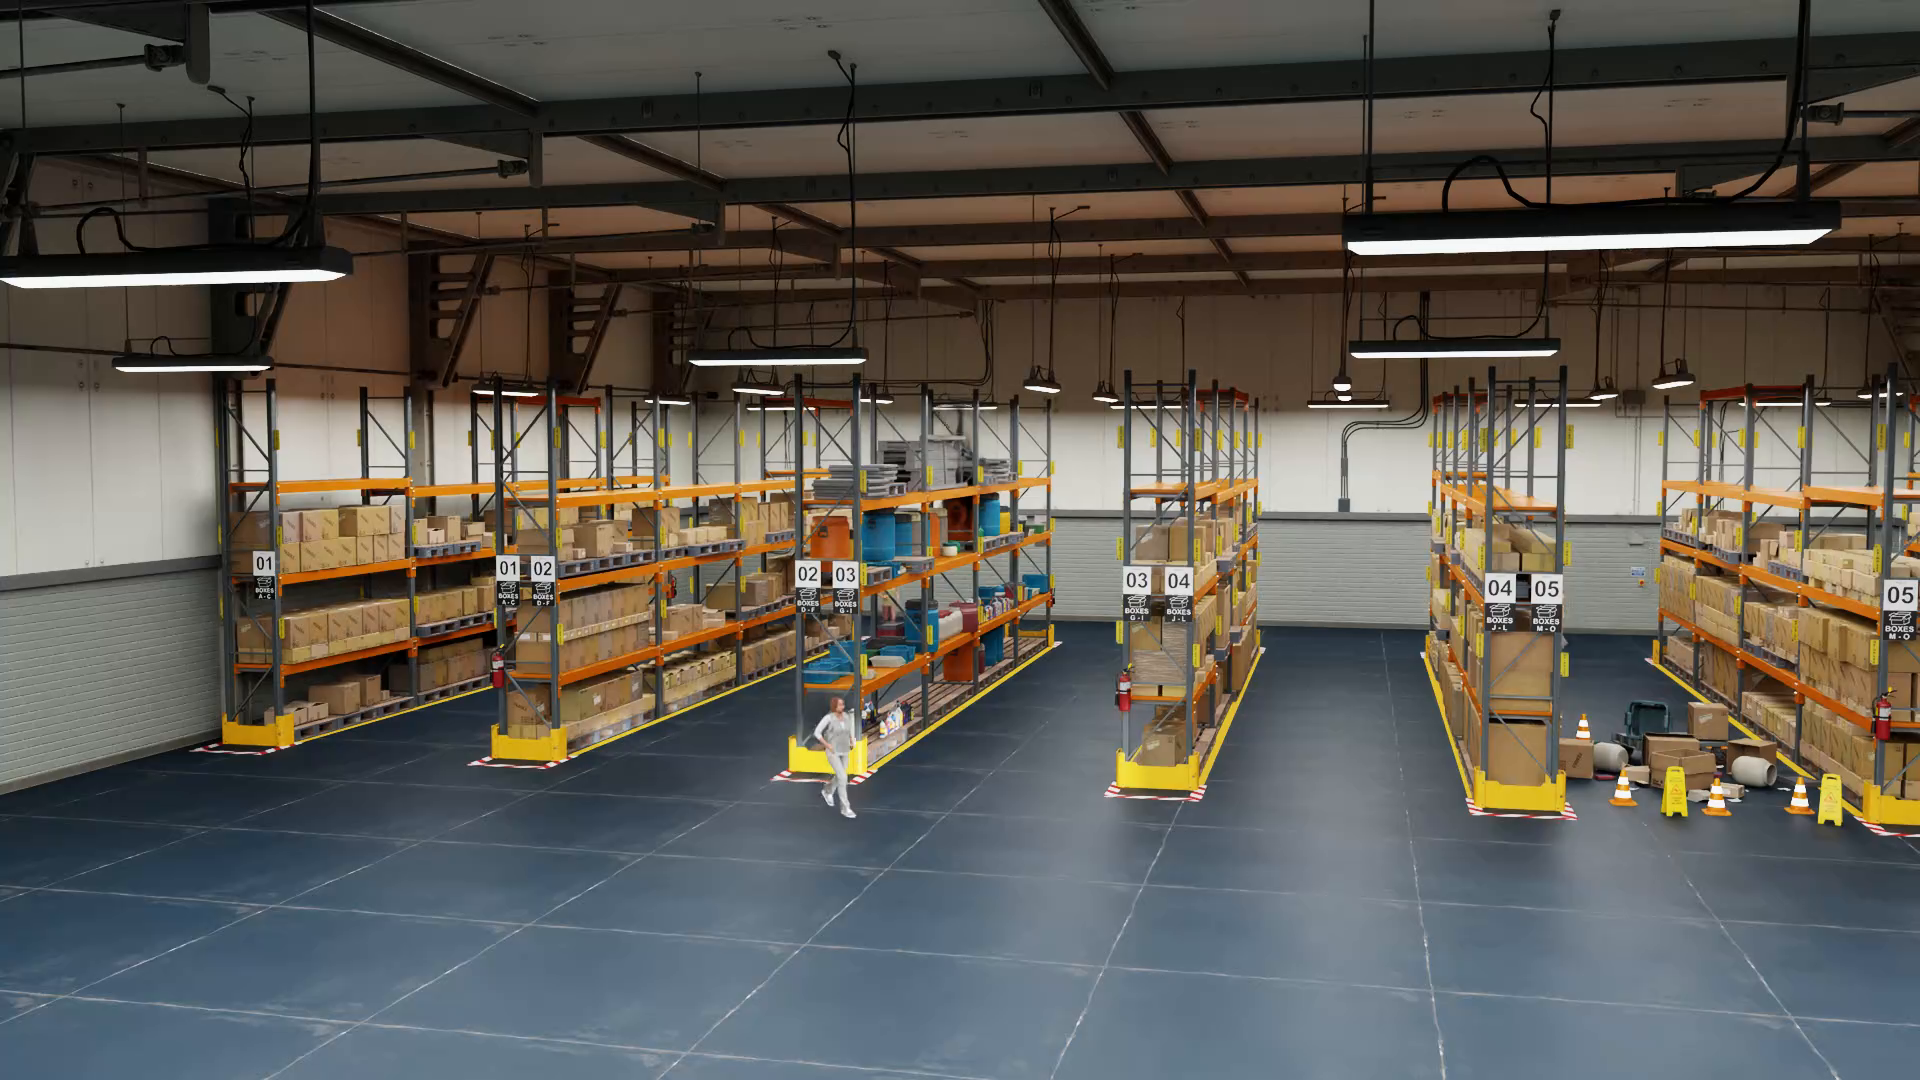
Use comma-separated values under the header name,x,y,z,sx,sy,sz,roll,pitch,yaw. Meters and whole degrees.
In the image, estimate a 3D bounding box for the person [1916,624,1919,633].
name,x,y,z,sx,sy,sz,roll,pitch,yaw
person,16.997,2.379,29.577,0.671,1.774,0.901,1,3,8

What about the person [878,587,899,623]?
name,x,y,z,sx,sy,sz,roll,pitch,yaw
person,-1.793,1.662,41.816,0.595,1.681,0.852,-1,4,-21

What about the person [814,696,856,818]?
name,x,y,z,sx,sy,sz,roll,pitch,yaw
person,-1.667,2.874,22.217,0.548,1.596,0.734,-3,5,-44

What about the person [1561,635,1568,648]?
name,x,y,z,sx,sy,sz,roll,pitch,yaw
person,13.877,1.846,39.250,0.966,1.679,0.605,0,3,5
